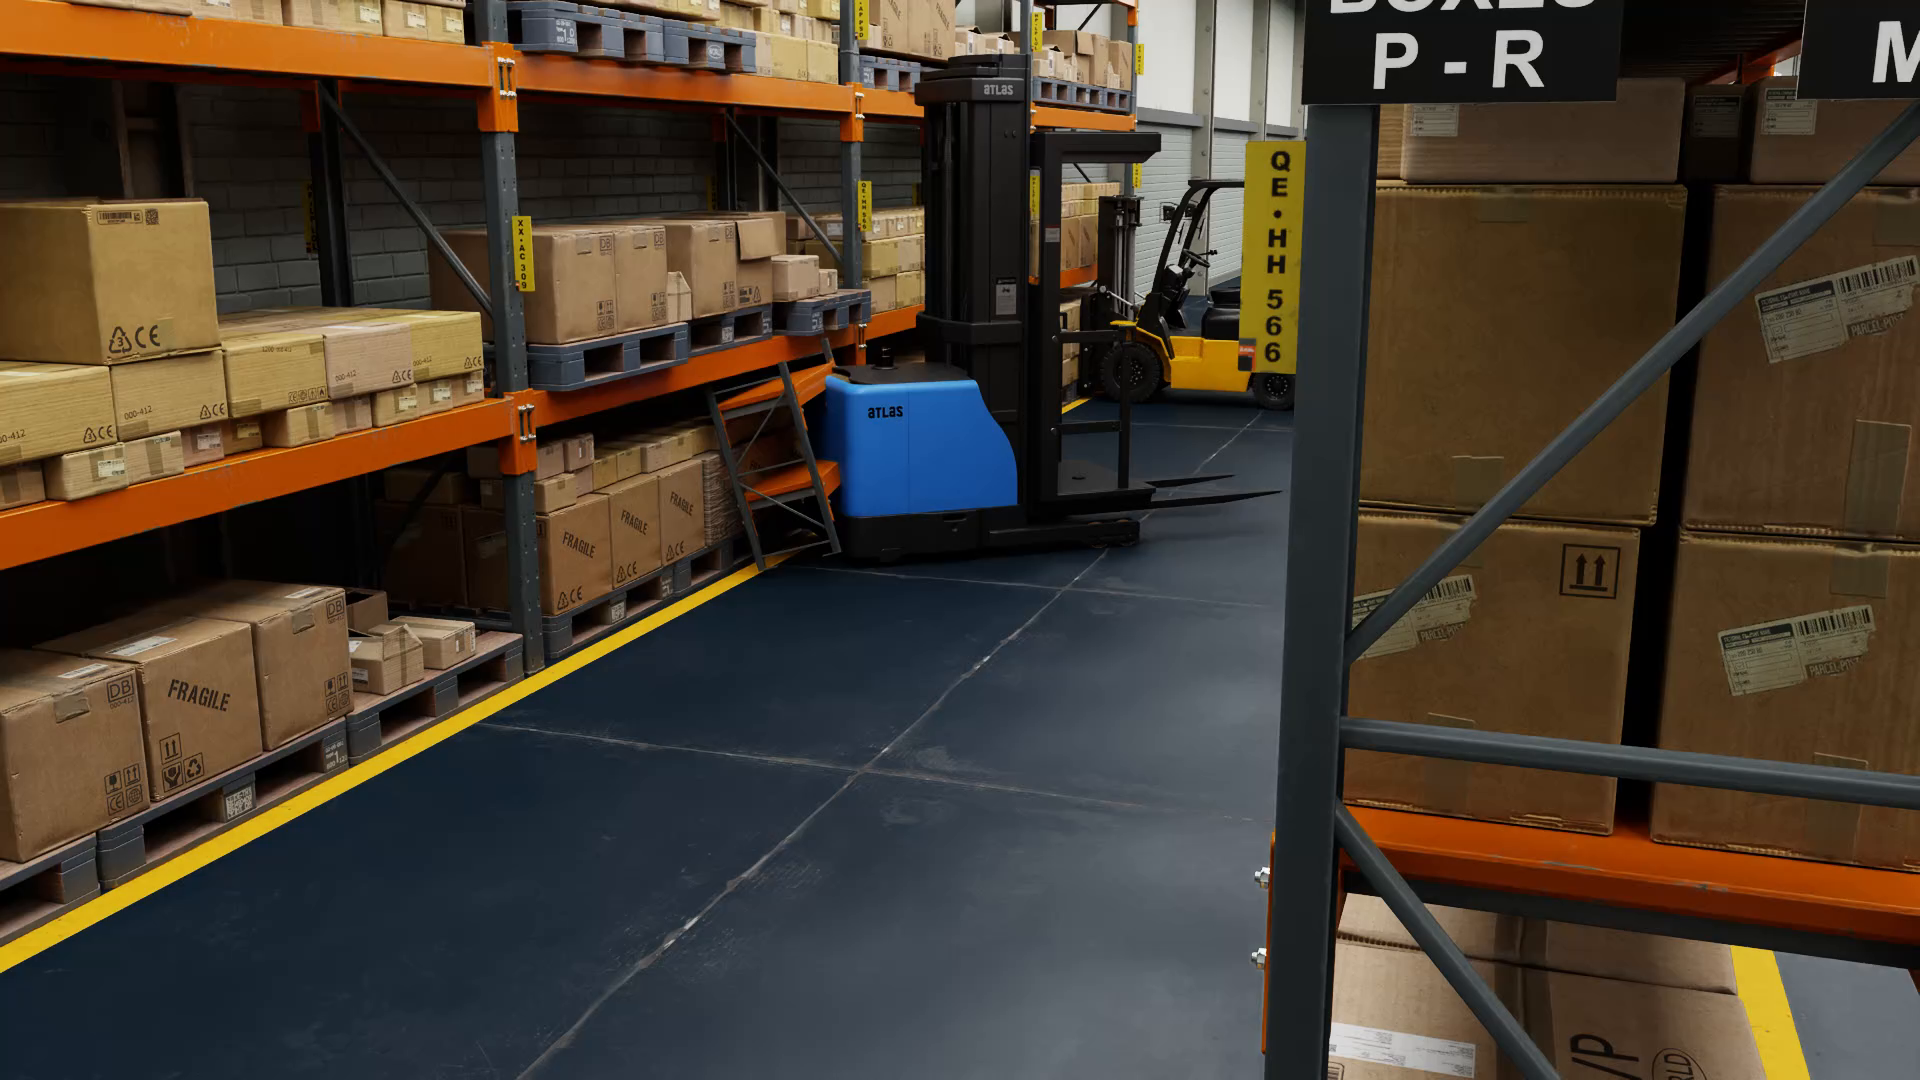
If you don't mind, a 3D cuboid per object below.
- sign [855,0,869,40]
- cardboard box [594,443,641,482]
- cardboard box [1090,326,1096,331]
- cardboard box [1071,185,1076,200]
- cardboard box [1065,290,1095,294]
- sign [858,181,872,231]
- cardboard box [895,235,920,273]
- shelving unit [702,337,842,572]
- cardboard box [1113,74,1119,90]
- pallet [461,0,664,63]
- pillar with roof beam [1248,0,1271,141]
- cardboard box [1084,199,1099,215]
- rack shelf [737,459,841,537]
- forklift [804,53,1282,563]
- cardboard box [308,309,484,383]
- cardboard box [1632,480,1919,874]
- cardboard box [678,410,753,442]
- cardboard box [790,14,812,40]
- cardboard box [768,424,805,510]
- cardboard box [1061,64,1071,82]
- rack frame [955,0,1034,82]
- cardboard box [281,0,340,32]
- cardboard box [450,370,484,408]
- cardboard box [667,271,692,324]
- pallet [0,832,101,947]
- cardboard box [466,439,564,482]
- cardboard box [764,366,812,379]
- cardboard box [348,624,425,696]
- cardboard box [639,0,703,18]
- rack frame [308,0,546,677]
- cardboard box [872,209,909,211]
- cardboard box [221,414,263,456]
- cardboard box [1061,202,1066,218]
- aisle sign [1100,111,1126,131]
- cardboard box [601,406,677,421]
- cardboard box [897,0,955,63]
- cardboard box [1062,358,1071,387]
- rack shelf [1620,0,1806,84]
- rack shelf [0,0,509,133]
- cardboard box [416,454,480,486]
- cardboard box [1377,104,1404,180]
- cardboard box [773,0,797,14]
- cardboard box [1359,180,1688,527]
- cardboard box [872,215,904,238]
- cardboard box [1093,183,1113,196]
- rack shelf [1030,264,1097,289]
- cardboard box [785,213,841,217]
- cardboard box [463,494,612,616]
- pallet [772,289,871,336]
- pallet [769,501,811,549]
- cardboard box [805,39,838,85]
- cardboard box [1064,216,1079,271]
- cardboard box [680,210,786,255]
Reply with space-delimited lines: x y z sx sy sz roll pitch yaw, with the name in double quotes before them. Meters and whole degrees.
"sign" -0.637 -3.394 10.715 0.100 0.325 0.005 4 14 18
"cardboard box" -1.911 -0.413 8.773 0.380 0.149 0.250 4 13 17
"cardboard box" 1.093 -2.066 16.912 0.500 0.250 0.500 4 14 18
"cardboard box" 0.934 -3.448 16.502 0.380 0.149 0.250 4 14 19
"cardboard box" 1.426 -2.528 17.811 0.500 0.250 0.500 5 14 19
"sign" -0.633 -2.208 10.996 0.100 0.325 0.005 4 14 18
"cardboard box" -0.611 -2.071 12.034 0.500 0.250 0.500 5 14 20
"shelving unit" -0.984 -0.531 9.874 0.538 1.125 1.048 -13 12 12
"cardboard box" 1.458 -4.801 17.435 0.380 0.149 0.250 4 13 17
"pallet" -2.166 -2.380 7.856 1.213 0.211 1.003 4 14 18
"pillar with roof beam" 10.258 -9.727 32.880 9.100 9.000 0.400 4 14 18
"cardboard box" 1.200 -3.403 16.976 0.380 0.149 0.250 4 14 19
"rack shelf" -0.920 -0.300 9.922 0.538 0.278 1.000 -13 12 12
"forklift" 0.582 -1.479 10.383 3.031 2.935 1.130 -5 14 -21
"cardboard box" -2.377 -0.824 7.026 0.500 0.250 0.500 5 14 20
"cardboard box" 1.387 0.193 2.678 0.500 0.500 0.500 4 14 18
"cardboard box" -1.464 -0.682 9.953 0.380 0.149 0.250 4 13 18
"cardboard box" -1.139 -3.158 10.282 0.380 0.149 0.250 4 13 17
"cardboard box" -1.255 -0.496 10.594 0.500 0.500 0.500 4 13 18
"cardboard box" 0.826 -4.389 15.632 0.380 0.149 0.250 5 14 20
"rack frame" 0.145 -5.486 14.301 1.000 3.000 0.127 4 14 18
"cardboard box" -2.541 -1.961 6.163 0.380 0.149 0.250 4 14 18
"cardboard box" -2.308 -0.669 7.243 0.380 0.149 0.250 5 14 19
"cardboard box" -1.631 -1.281 8.718 0.396 0.266 0.258 5 14 21
"pallet" -3.456 1.141 5.015 1.003 0.211 1.213 4 14 18
"cardboard box" -2.133 -0.385 7.981 0.380 0.149 0.250 4 13 17
"cardboard box" -0.935 -0.896 12.068 0.875 0.625 0.625 5 14 20
"cardboard box" -2.461 0.465 6.911 0.396 0.266 0.258 5 14 20
"cardboard box" -1.552 -2.773 8.550 0.380 0.149 0.250 5 14 20
"rack frame" -2.443 -0.877 7.589 1.000 3.000 0.127 4 14 18
"cardboard box" -0.634 -2.603 13.470 0.380 0.149 0.250 4 14 18
"cardboard box" -2.789 -0.401 6.068 0.380 0.149 0.250 5 14 19
"cardboard box" 0.787 -3.133 15.789 0.380 0.149 0.250 5 14 20
"aisle sign" 1.738 -4.664 18.338 0.394 0.787 0.004 4 14 18
"cardboard box" -1.943 -0.713 10.086 0.380 0.149 0.250 4 13 17
"cardboard box" -0.355 -3.833 12.406 0.500 0.500 0.500 5 14 20
"cardboard box" 0.764 -1.612 16.043 0.500 0.250 0.500 4 13 17
"rack shelf" 1.607 -1.211 3.928 1.077 0.370 4.000 4 14 18
"rack shelf" -3.091 -1.567 5.490 1.077 0.370 4.000 4 14 18
"cardboard box" -2.517 -0.333 8.423 0.380 0.149 0.250 4 14 18
"cardboard box" 0.950 -0.736 3.043 0.380 0.149 0.250 4 14 18
"cardboard box" -1.204 -3.247 10.003 0.380 0.149 0.250 4 13 17
"cardboard box" 0.891 -0.333 2.734 0.500 0.500 0.500 5 14 20
"cardboard box" -0.623 -2.242 11.889 0.380 0.149 0.250 5 14 20
"cardboard box" 1.413 -3.712 17.658 0.380 0.149 0.250 5 14 20
"rack shelf" 0.792 -2.632 16.894 1.077 0.370 4.000 4 14 18
"cardboard box" -1.102 -2.337 12.304 0.380 0.149 0.250 4 13 17
"cardboard box" -2.074 0.051 8.196 0.500 0.500 0.500 5 14 21
"pallet" -1.302 -1.478 10.653 1.213 0.211 1.003 4 14 18
"pallet" -1.427 -0.205 10.912 1.003 0.211 1.213 4 14 18
"cardboard box" -1.086 -2.983 10.412 0.500 0.250 0.500 4 13 17
"cardboard box" 0.851 -2.902 16.238 0.500 0.500 0.500 4 14 18
"cardboard box" -1.464 -1.875 10.796 0.500 0.500 0.500 5 14 21
